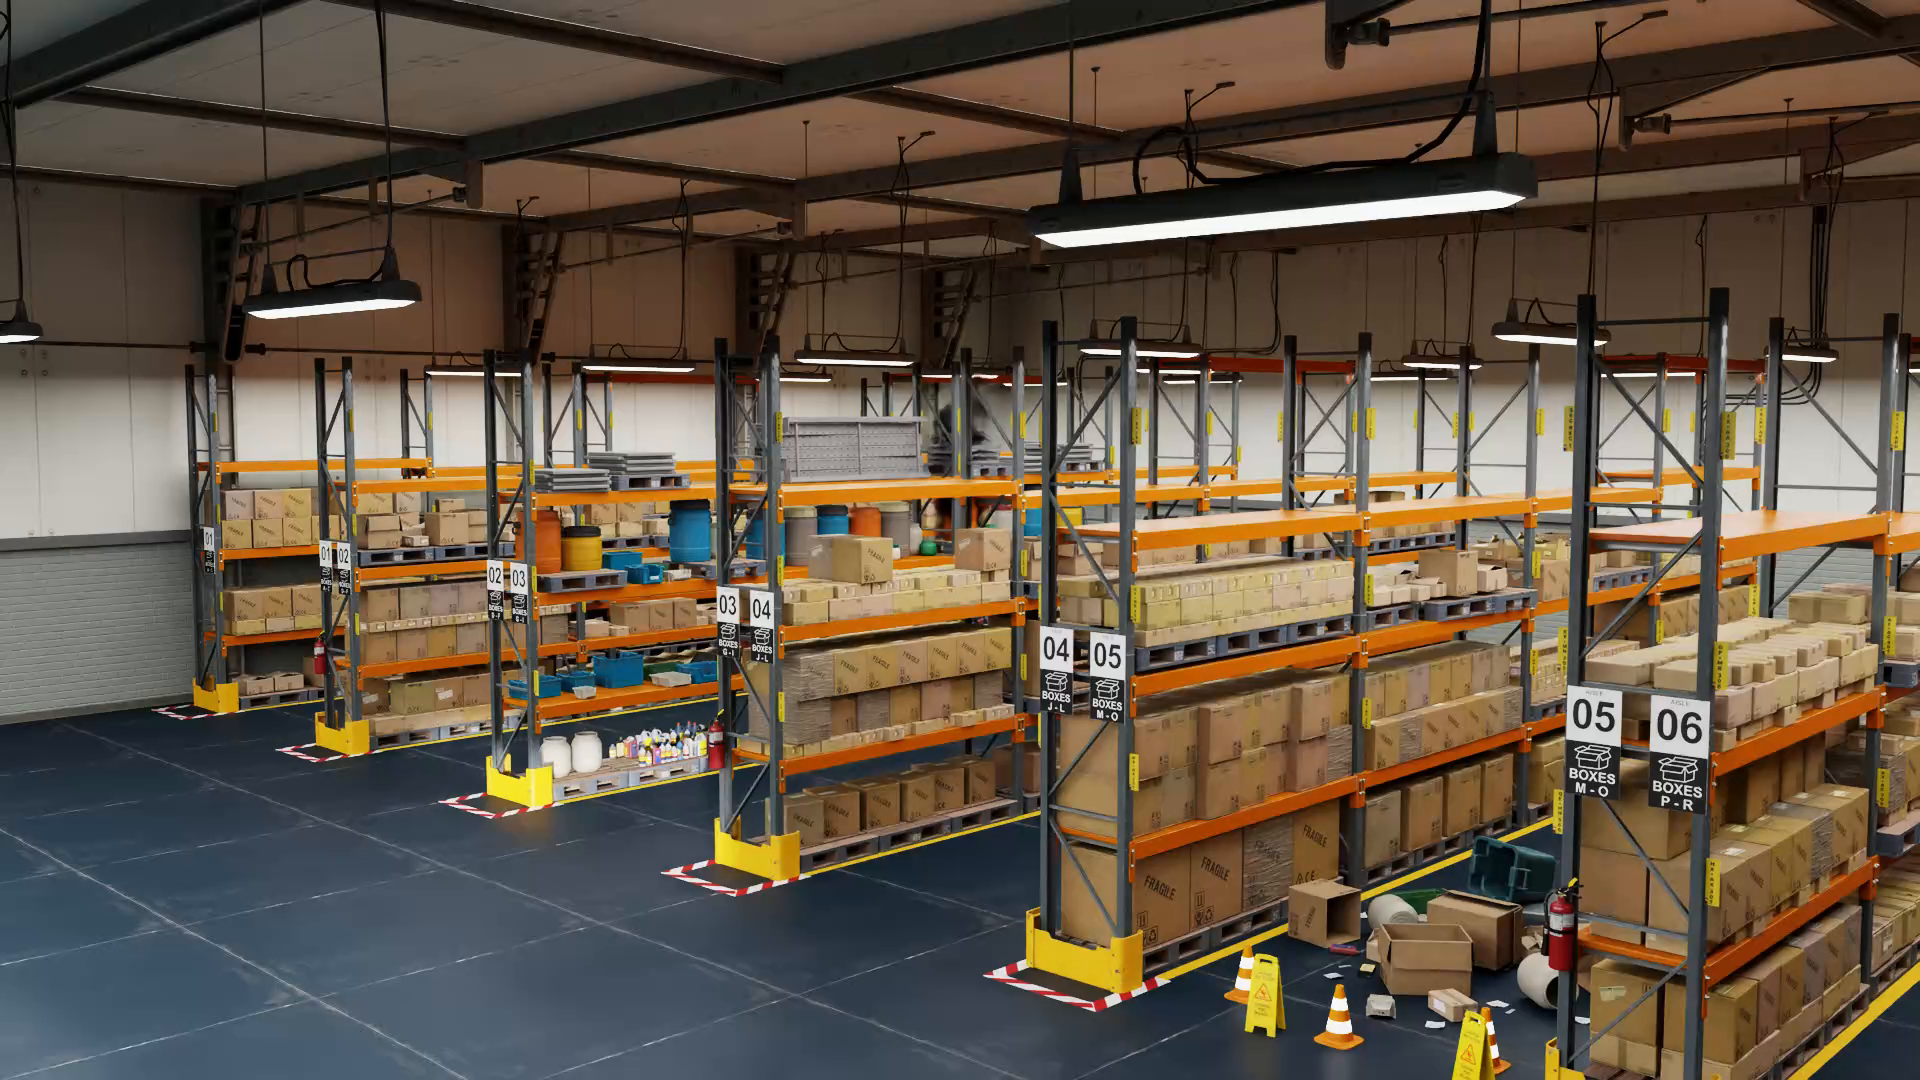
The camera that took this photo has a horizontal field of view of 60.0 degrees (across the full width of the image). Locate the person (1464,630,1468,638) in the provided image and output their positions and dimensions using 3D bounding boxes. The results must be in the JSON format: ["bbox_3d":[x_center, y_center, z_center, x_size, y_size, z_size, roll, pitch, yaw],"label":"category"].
[{"bbox_3d":[8.168,2.266,27.128,0.504,1.722,0.883,3,5,34],"label":"person"}]
